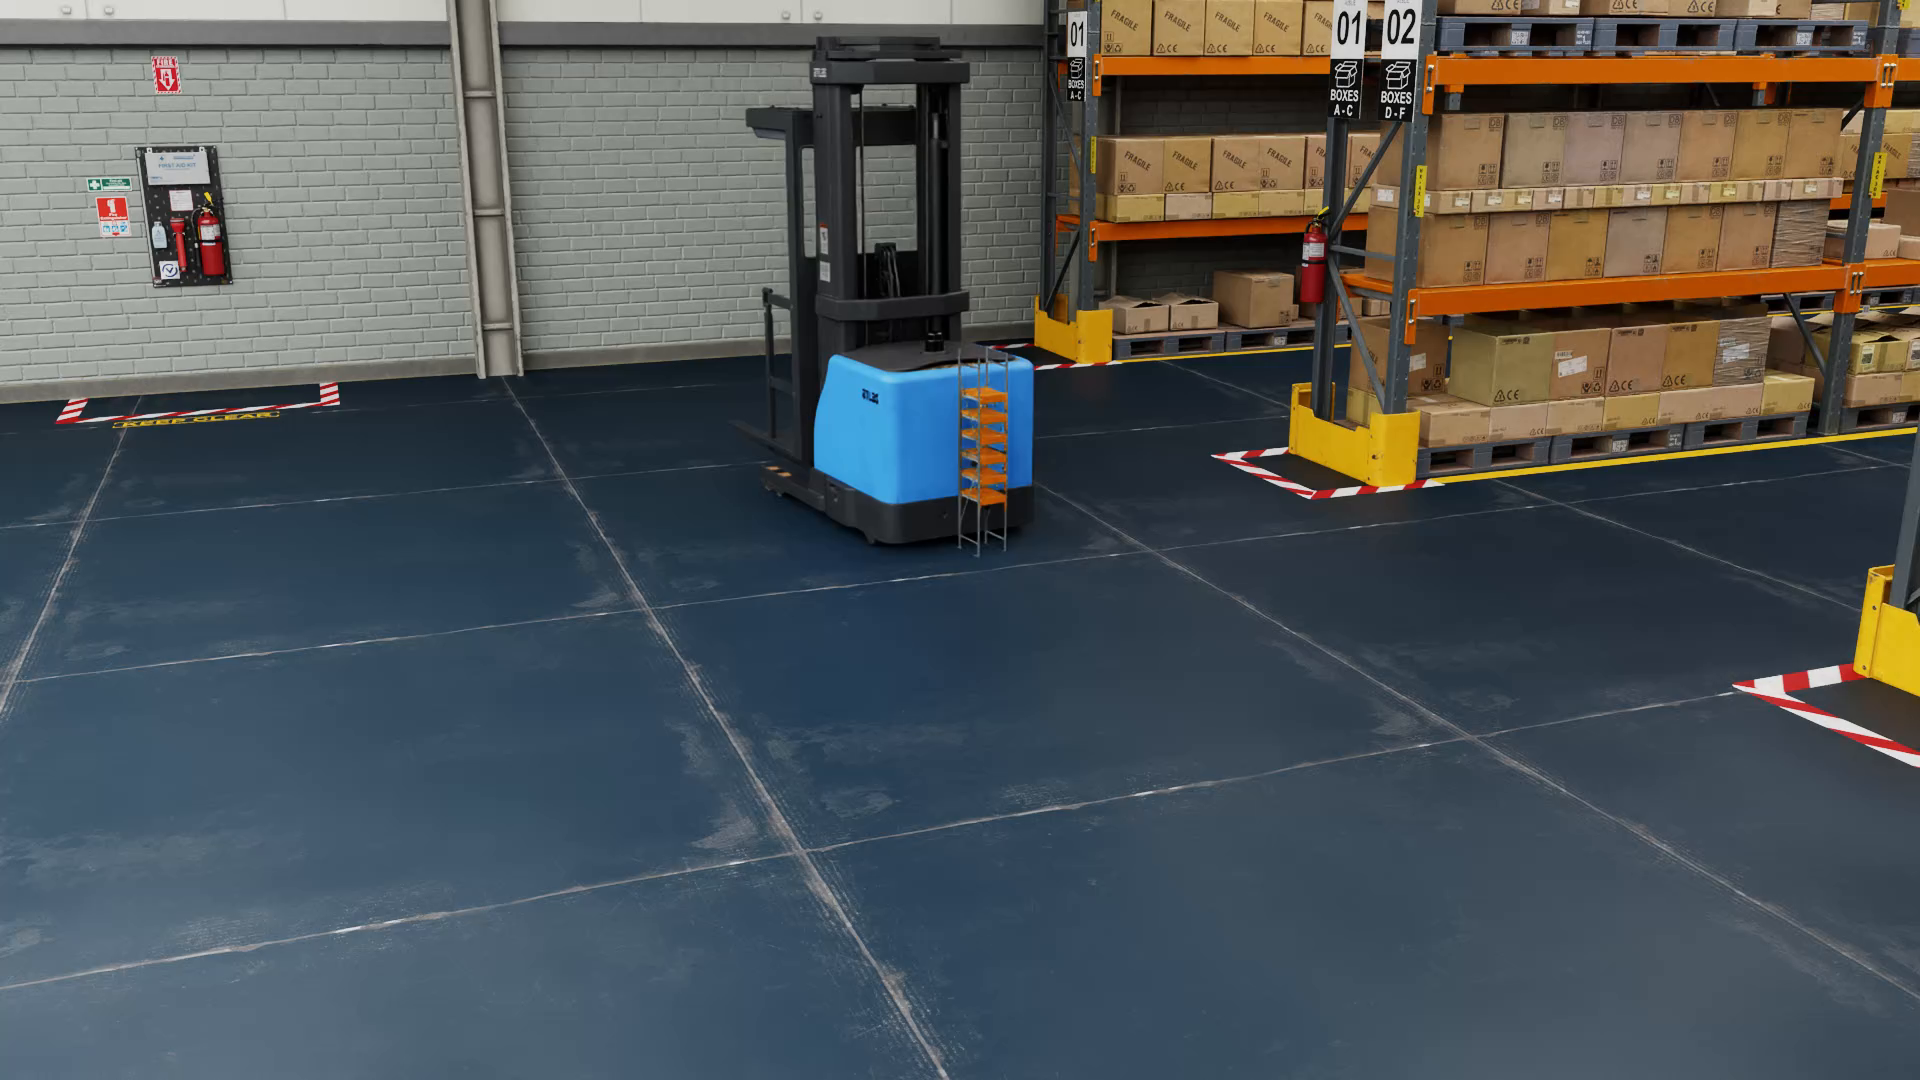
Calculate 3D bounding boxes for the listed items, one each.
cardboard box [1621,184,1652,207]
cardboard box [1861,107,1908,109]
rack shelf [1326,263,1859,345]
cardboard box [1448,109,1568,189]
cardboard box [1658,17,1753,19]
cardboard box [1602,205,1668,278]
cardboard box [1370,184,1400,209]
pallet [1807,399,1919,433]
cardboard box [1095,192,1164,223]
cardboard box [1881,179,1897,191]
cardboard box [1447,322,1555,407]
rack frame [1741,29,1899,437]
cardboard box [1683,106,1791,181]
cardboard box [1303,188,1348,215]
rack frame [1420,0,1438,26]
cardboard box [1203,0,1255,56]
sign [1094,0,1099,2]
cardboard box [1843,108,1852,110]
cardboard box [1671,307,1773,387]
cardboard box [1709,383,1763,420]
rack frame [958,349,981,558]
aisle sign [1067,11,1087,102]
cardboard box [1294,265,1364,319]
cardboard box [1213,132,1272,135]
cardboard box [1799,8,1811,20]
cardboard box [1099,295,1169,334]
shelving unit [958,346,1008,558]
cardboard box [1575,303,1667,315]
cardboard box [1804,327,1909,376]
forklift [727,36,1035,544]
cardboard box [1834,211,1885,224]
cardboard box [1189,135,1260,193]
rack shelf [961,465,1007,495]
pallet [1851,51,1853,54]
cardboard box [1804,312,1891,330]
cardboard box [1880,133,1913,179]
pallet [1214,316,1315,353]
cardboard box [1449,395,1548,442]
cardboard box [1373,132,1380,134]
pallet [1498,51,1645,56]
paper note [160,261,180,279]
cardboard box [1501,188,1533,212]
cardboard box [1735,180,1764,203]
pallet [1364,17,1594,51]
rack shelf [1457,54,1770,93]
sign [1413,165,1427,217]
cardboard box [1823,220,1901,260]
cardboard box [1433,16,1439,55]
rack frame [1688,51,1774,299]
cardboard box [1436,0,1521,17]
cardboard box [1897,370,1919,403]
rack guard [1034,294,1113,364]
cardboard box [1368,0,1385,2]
[{"bbox_3d":[4.686,-2.464,11.838,0.250,0.149,0.380,-6,17,-20],"label":"cardboard box"},{"bbox_3d":[10.761,-4.956,19.580,0.500,0.250,0.500,-7,18,-22],"label":"cardboard box"},{"bbox_3d":[4.674,-1.824,12.262,4.000,0.370,1.077,-6,17,-20],"label":"rack shelf"},{"bbox_3d":[3.786,-2.741,11.630,0.500,0.500,0.700,-7,18,-22],"label":"cardboard box"},{"bbox_3d":[5.473,-4.000,12.237,0.500,0.311,0.500,-7,18,-23],"label":"cardboard box"},{"bbox_3d":[4.692,-2.216,12.143,0.500,0.500,0.700,-6,17,-18],"label":"cardboard box"},{"bbox_3d":[3.096,-2.415,11.671,0.250,0.149,0.380,-6,18,-21],"label":"cardboard box"},{"bbox_3d":[7.216,-1.117,13.529,1.213,0.211,1.003,-6,17,-20],"label":"pallet"},{"bbox_3d":[1.600,-3.174,15.813,0.500,0.250,0.500,-7,18,-22],"label":"cardboard box"},{"bbox_3d":[10.568,-4.120,19.216,0.250,0.149,0.380,-6,17,-18],"label":"cardboard box"},{"bbox_3d":[3.853,-1.256,11.855,0.500,0.500,0.500,-6,17,-20],"label":"cardboard box"},{"bbox_3d":[6.542,-2.371,12.848,0.127,3.000,1.000,-6,17,-20],"label":"rack frame"},{"bbox_3d":[5.659,-2.944,12.318,0.500,0.500,0.700,-6,17,-20],"label":"cardboard box"},{"bbox_3d":[3.500,-3.381,16.519,0.500,0.250,0.500,-6,17,-20],"label":"cardboard box"},{"bbox_3d":[2.807,-4.846,10.629,0.127,3.000,1.000,-6,17,-20],"label":"rack frame"},{"bbox_3d":[2.430,-4.833,15.697,0.500,0.500,0.500,-5,17,-18],"label":"cardboard box"},{"bbox_3d":[1.225,-4.986,14.880,0.005,0.325,0.100,-6,17,-20],"label":"sign"},{"bbox_3d":[10.272,-4.905,19.405,0.500,0.250,0.500,-7,18,-21],"label":"cardboard box"},{"bbox_3d":[5.716,-1.461,12.554,0.500,0.500,0.500,-6,17,-20],"label":"cardboard box"},{"bbox_3d":[5.717,-1.101,12.658,0.500,0.250,0.500,-6,17,-20],"label":"cardboard box"},{"bbox_3d":[0.053,-0.499,9.668,0.006,1.200,0.240,-9,19,-29],"label":"rack frame"},{"bbox_3d":[1.071,-4.432,15.252,0.004,0.787,0.394,-6,17,-20],"label":"aisle sign"},{"bbox_3d":[3.811,-2.570,17.183,0.500,0.500,0.500,-8,18,-24],"label":"cardboard box"},{"bbox_3d":[2.820,-3.824,16.695,0.500,0.500,0.500,-6,17,-19],"label":"cardboard box"},{"bbox_3d":[8.925,-5.838,18.374,0.500,0.500,0.700,-8,18,-24],"label":"cardboard box"},{"bbox_3d":[1.709,-2.238,16.385,0.500,0.311,0.500,-8,18,-26],"label":"cardboard box"},{"bbox_3d":[0.132,-0.512,9.712,0.189,1.200,0.258,-9,19,-29],"label":"shelving unit"},{"bbox_3d":[5.063,-1.548,12.848,0.500,0.500,0.500,-6,17,-20],"label":"cardboard box"},{"bbox_3d":[7.017,-1.498,13.016,0.500,0.311,0.500,-6,17,-20],"label":"cardboard box"},{"bbox_3d":[-0.696,-1.748,10.848,1.130,2.935,3.031,-9,19,-28],"label":"forklift"},{"bbox_3d":[10.847,-3.460,19.628,0.750,0.750,0.750,-6,17,-18],"label":"cardboard box"},{"bbox_3d":[2.534,-3.635,16.051,0.500,0.500,0.500,-7,18,-22],"label":"cardboard box"},{"bbox_3d":[0.132,-0.354,9.759,0.180,0.103,0.258,-9,19,-29],"label":"rack shelf"},{"bbox_3d":[10.127,-5.618,18.917,1.213,0.211,1.003,-5,17,-18],"label":"pallet"},{"bbox_3d":[7.301,-1.692,13.677,0.500,0.311,0.500,-6,17,-19],"label":"cardboard box"},{"bbox_3d":[10.486,-4.414,19.063,0.500,0.500,0.500,-6,17,-19],"label":"cardboard box"},{"bbox_3d":[3.010,-2.135,16.993,1.213,0.211,1.003,-6,17,-20],"label":"pallet"},{"bbox_3d":[3.853,-0.897,11.962,0.500,0.250,0.500,-6,17,-20],"label":"cardboard box"},{"bbox_3d":[4.435,-3.842,16.758,0.500,0.500,0.500,-6,17,-20],"label":"cardboard box"},{"bbox_3d":[6.348,-5.162,17.364,1.003,0.211,1.213,-6,17,-20],"label":"pallet"},{"bbox_3d":[-6.739,-2.302,14.178,0.142,0.148,0.016,-6,17,-20],"label":"paper note"},{"bbox_3d":[3.729,-2.362,11.488,0.250,0.149,0.380,-6,17,-20],"label":"cardboard box"},{"bbox_3d":[5.645,-2.568,12.191,0.250,0.149,0.380,-6,17,-20],"label":"cardboard box"},{"bbox_3d":[3.476,-3.429,11.284,1.213,0.211,1.003,-6,17,-20],"label":"pallet"},{"bbox_3d":[6.634,-4.969,17.650,4.000,0.370,1.077,-6,17,-20],"label":"rack shelf"},{"bbox_3d":[3.000,-2.274,10.842,0.005,0.325,0.100,-6,17,-20],"label":"sign"},{"bbox_3d":[6.986,-2.360,13.077,0.500,0.250,0.500,-5,17,-17],"label":"cardboard box"},{"bbox_3d":[4.381,-5.054,16.449,0.500,0.500,0.500,-6,17,-19],"label":"cardboard box"},{"bbox_3d":[8.501,-4.077,18.658,0.127,3.000,1.000,-6,17,-20],"label":"rack frame"},{"bbox_3d":[3.345,-3.782,11.152,0.637,0.503,0.797,-5,17,-16],"label":"cardboard box"},{"bbox_3d":[7.485,-1.280,13.267,0.500,0.250,0.500,-6,17,-19],"label":"cardboard box"},{"bbox_3d":[1.102,-2.079,16.290,0.348,0.500,1.175,-6,17,-20],"label":"rack guard"},{"bbox_3d":[3.884,-5.470,16.091,0.500,0.500,0.500,-5,17,-17],"label":"cardboard box"}]
